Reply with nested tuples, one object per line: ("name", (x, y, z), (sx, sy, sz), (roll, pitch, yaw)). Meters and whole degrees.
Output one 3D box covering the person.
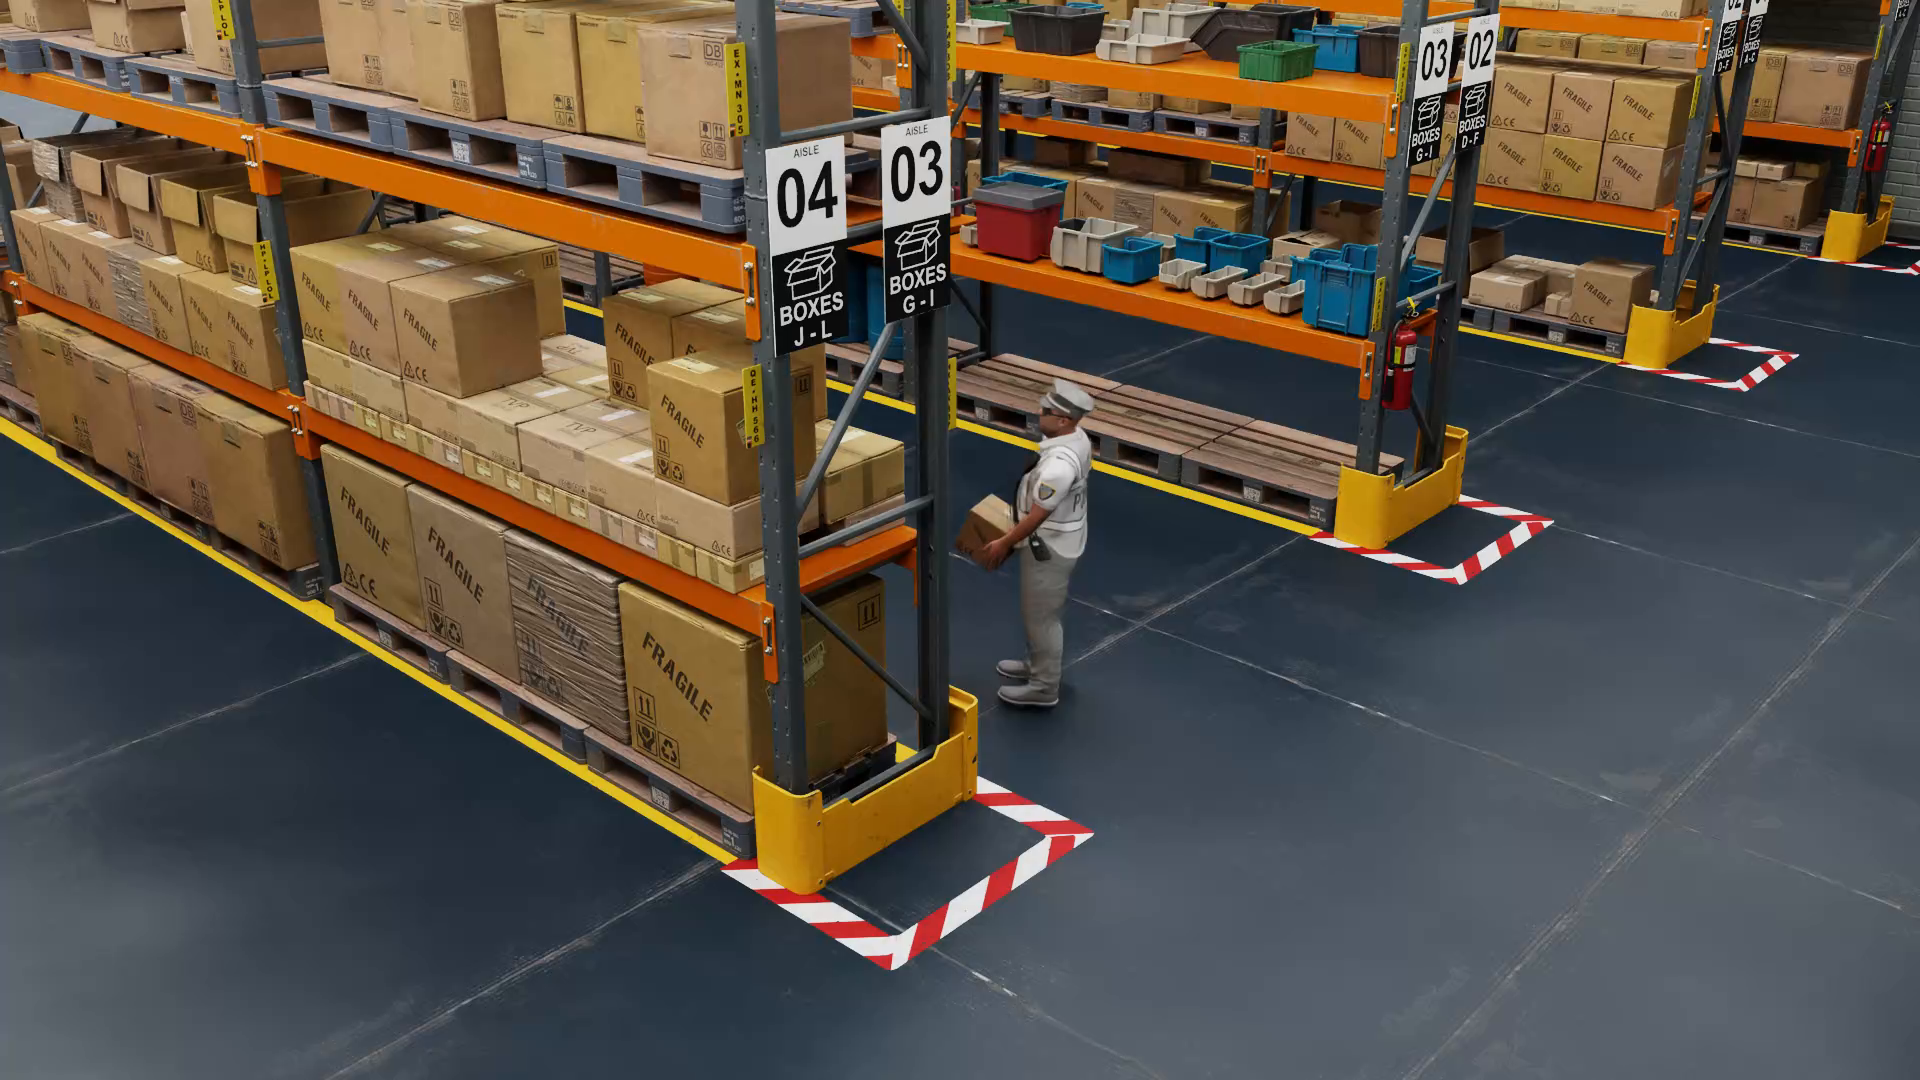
("person", (0.400, 0.010, 8.522), (0.528, 1.787, 0.561), (5, 24, 10))
